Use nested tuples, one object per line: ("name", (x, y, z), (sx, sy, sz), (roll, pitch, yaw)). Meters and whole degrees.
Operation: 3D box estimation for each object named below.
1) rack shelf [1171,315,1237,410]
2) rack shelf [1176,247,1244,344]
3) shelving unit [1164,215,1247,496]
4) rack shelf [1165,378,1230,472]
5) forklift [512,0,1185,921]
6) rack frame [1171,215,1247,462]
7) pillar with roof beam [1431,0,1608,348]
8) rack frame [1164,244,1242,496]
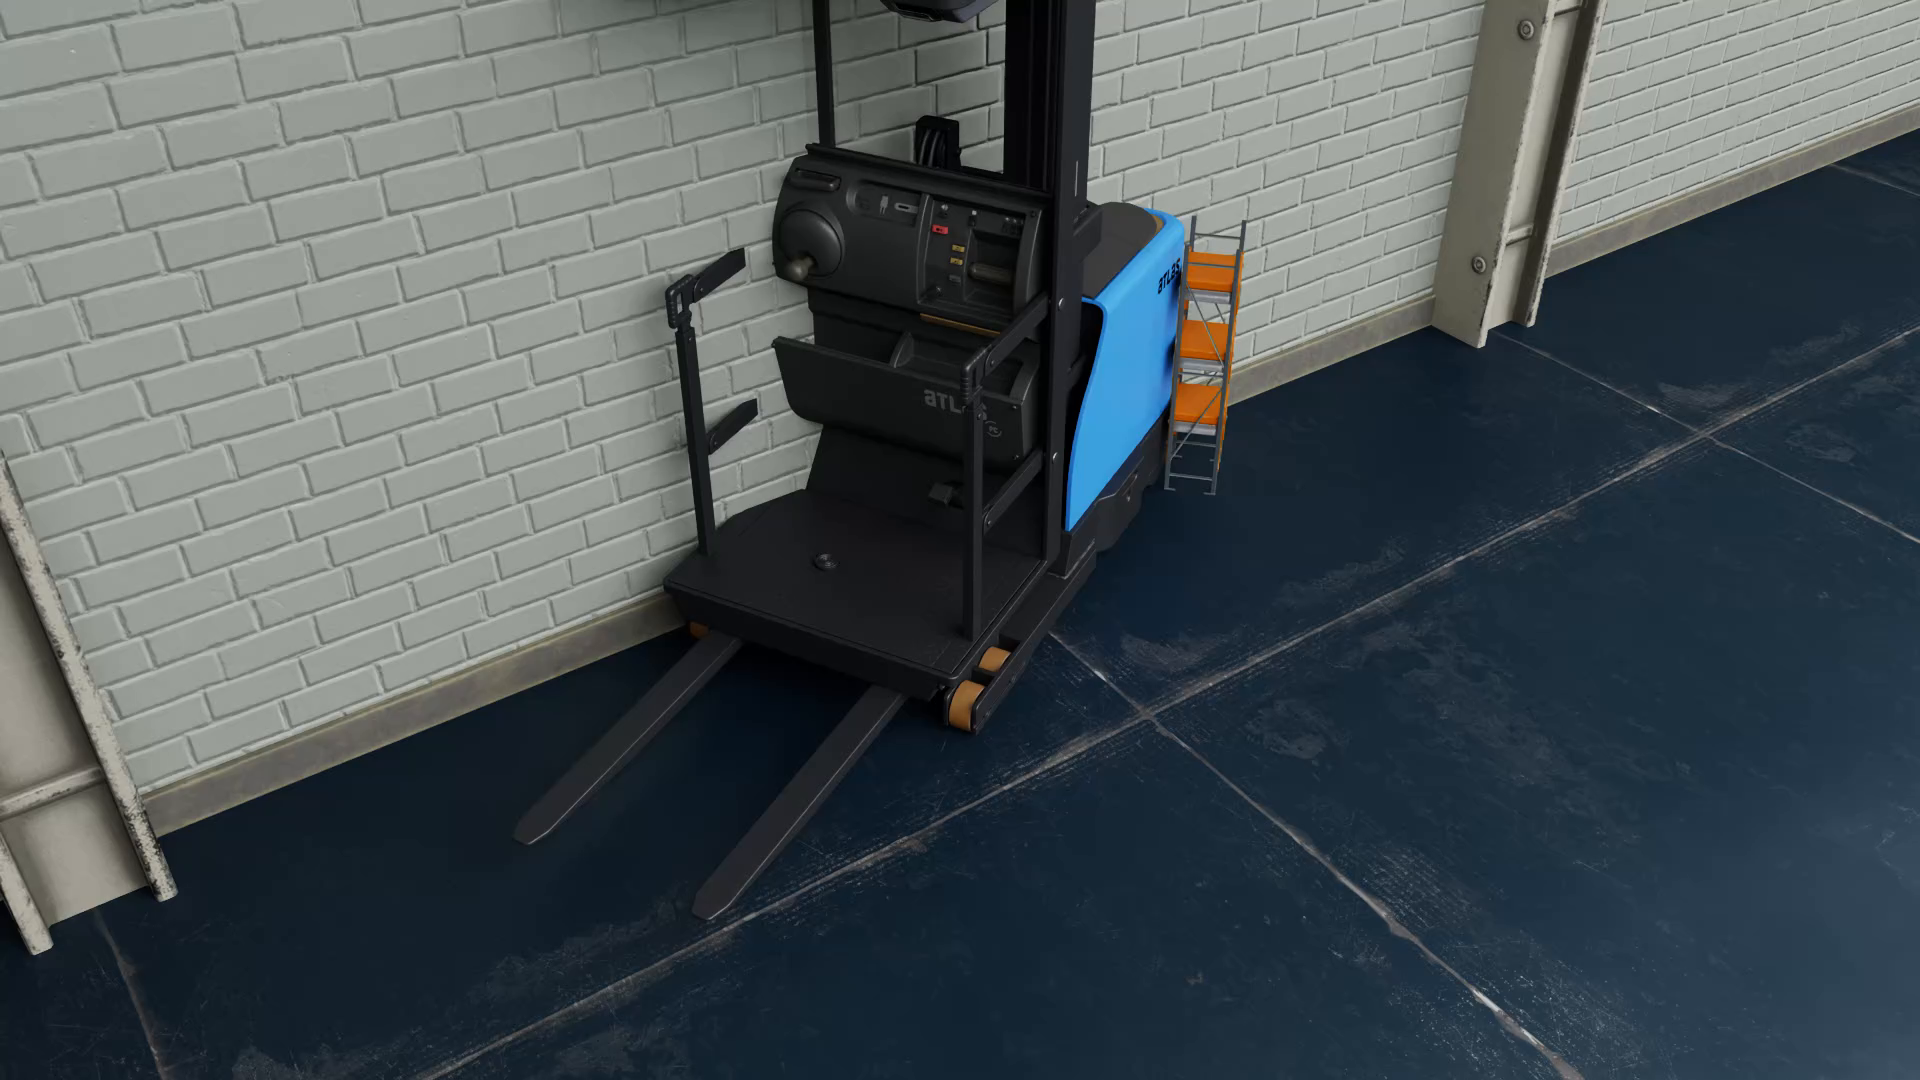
("rack shelf", (0.924, -0.675, 6.307), (0.215, 0.259, 0.240), (7, 36, 10))
("rack shelf", (0.924, -0.905, 6.141), (0.215, 0.259, 0.240), (7, 36, 10))
("shelving unit", (0.924, -0.683, 6.301), (0.215, 1.050, 0.252), (7, 36, 10))
("rack shelf", (0.924, -0.449, 6.469), (0.215, 0.259, 0.240), (7, 36, 10))
("forklift", (-0.283, -0.865, 4.943), (1.130, 2.935, 3.031), (17, 39, 22))
("rack frame", (0.950, -0.753, 6.398), (0.200, 1.050, 0.008), (7, 36, 10))
("pillar with roof beam", (4.868, -2.596, 2.153), (0.400, 9.000, 9.100), (-22, 41, -28))
("rack frame", (0.898, -0.614, 6.204), (0.200, 1.050, 0.008), (7, 36, 10))
